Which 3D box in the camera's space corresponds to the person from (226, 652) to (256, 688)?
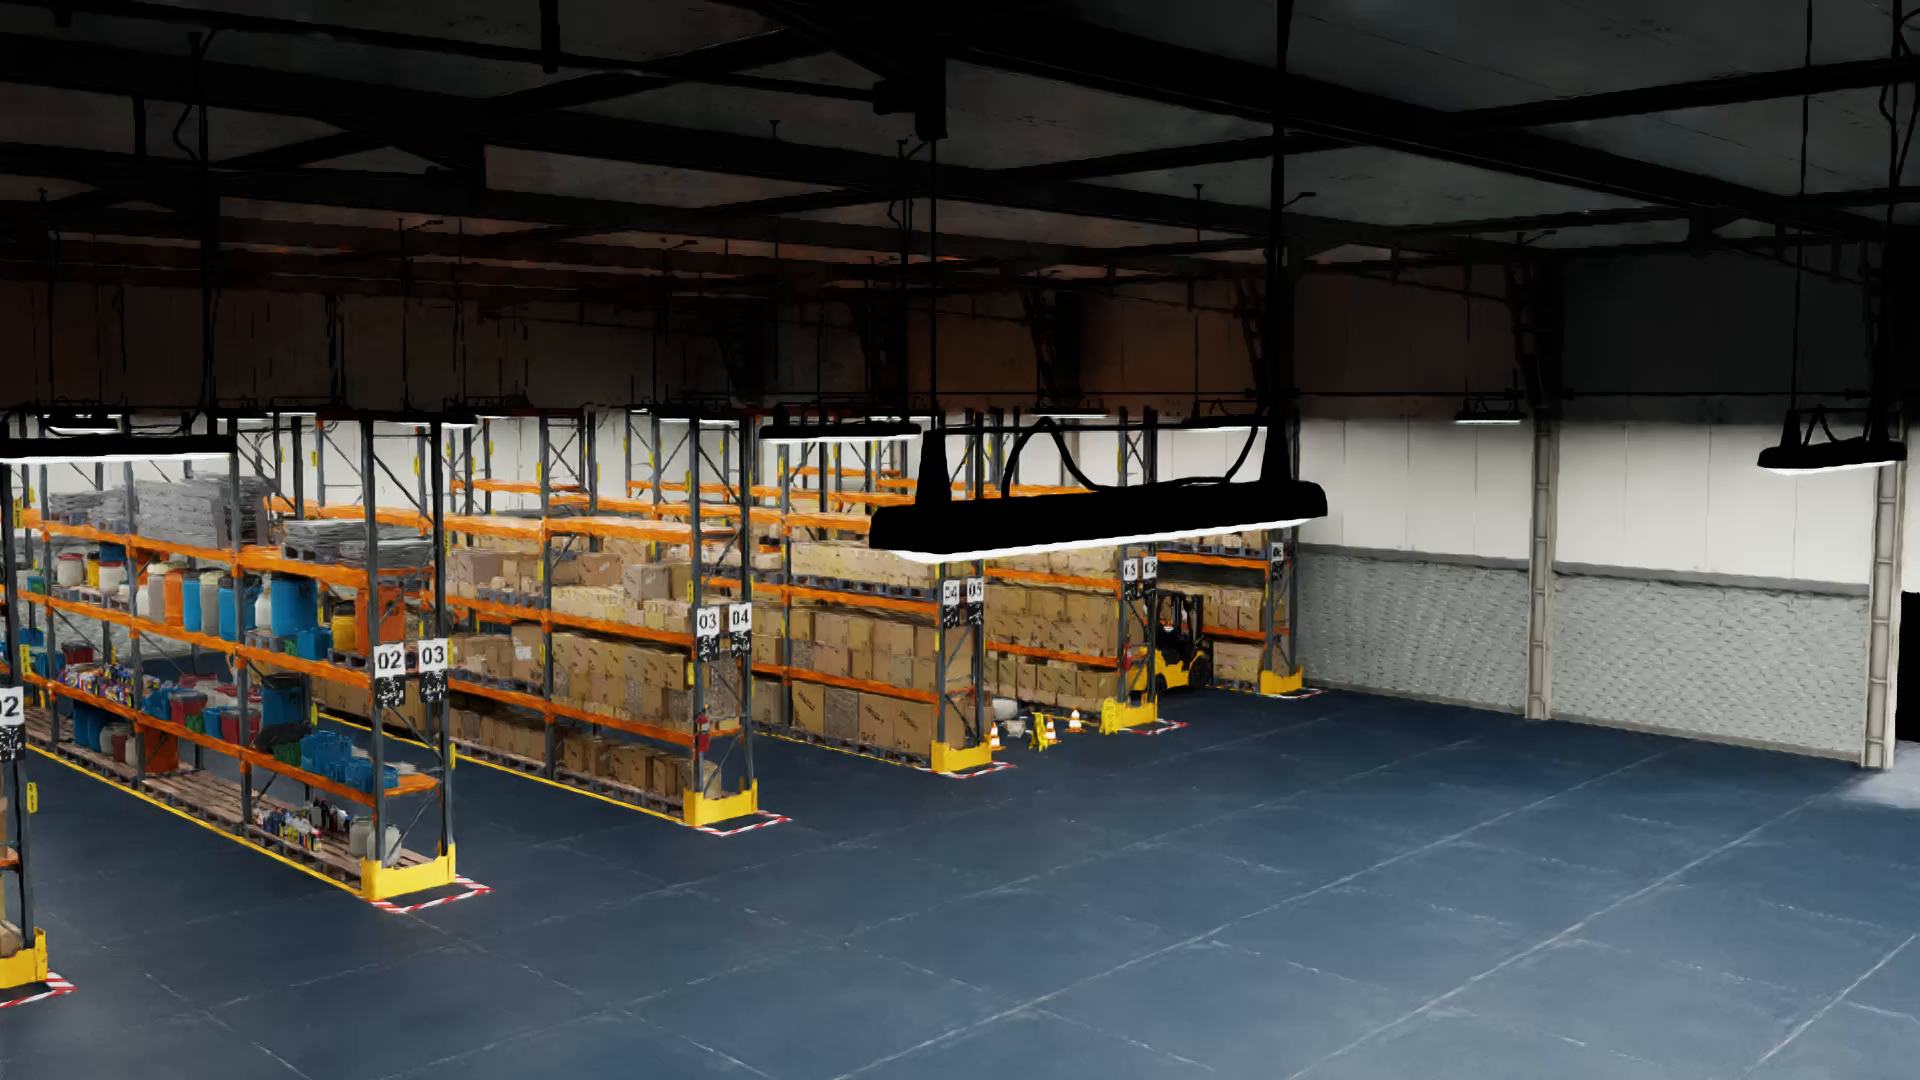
[{"bbox_3d":[-14.418,2.588,33.347,0.507,1.601,0.580,5,7,42],"label":"person"}]
